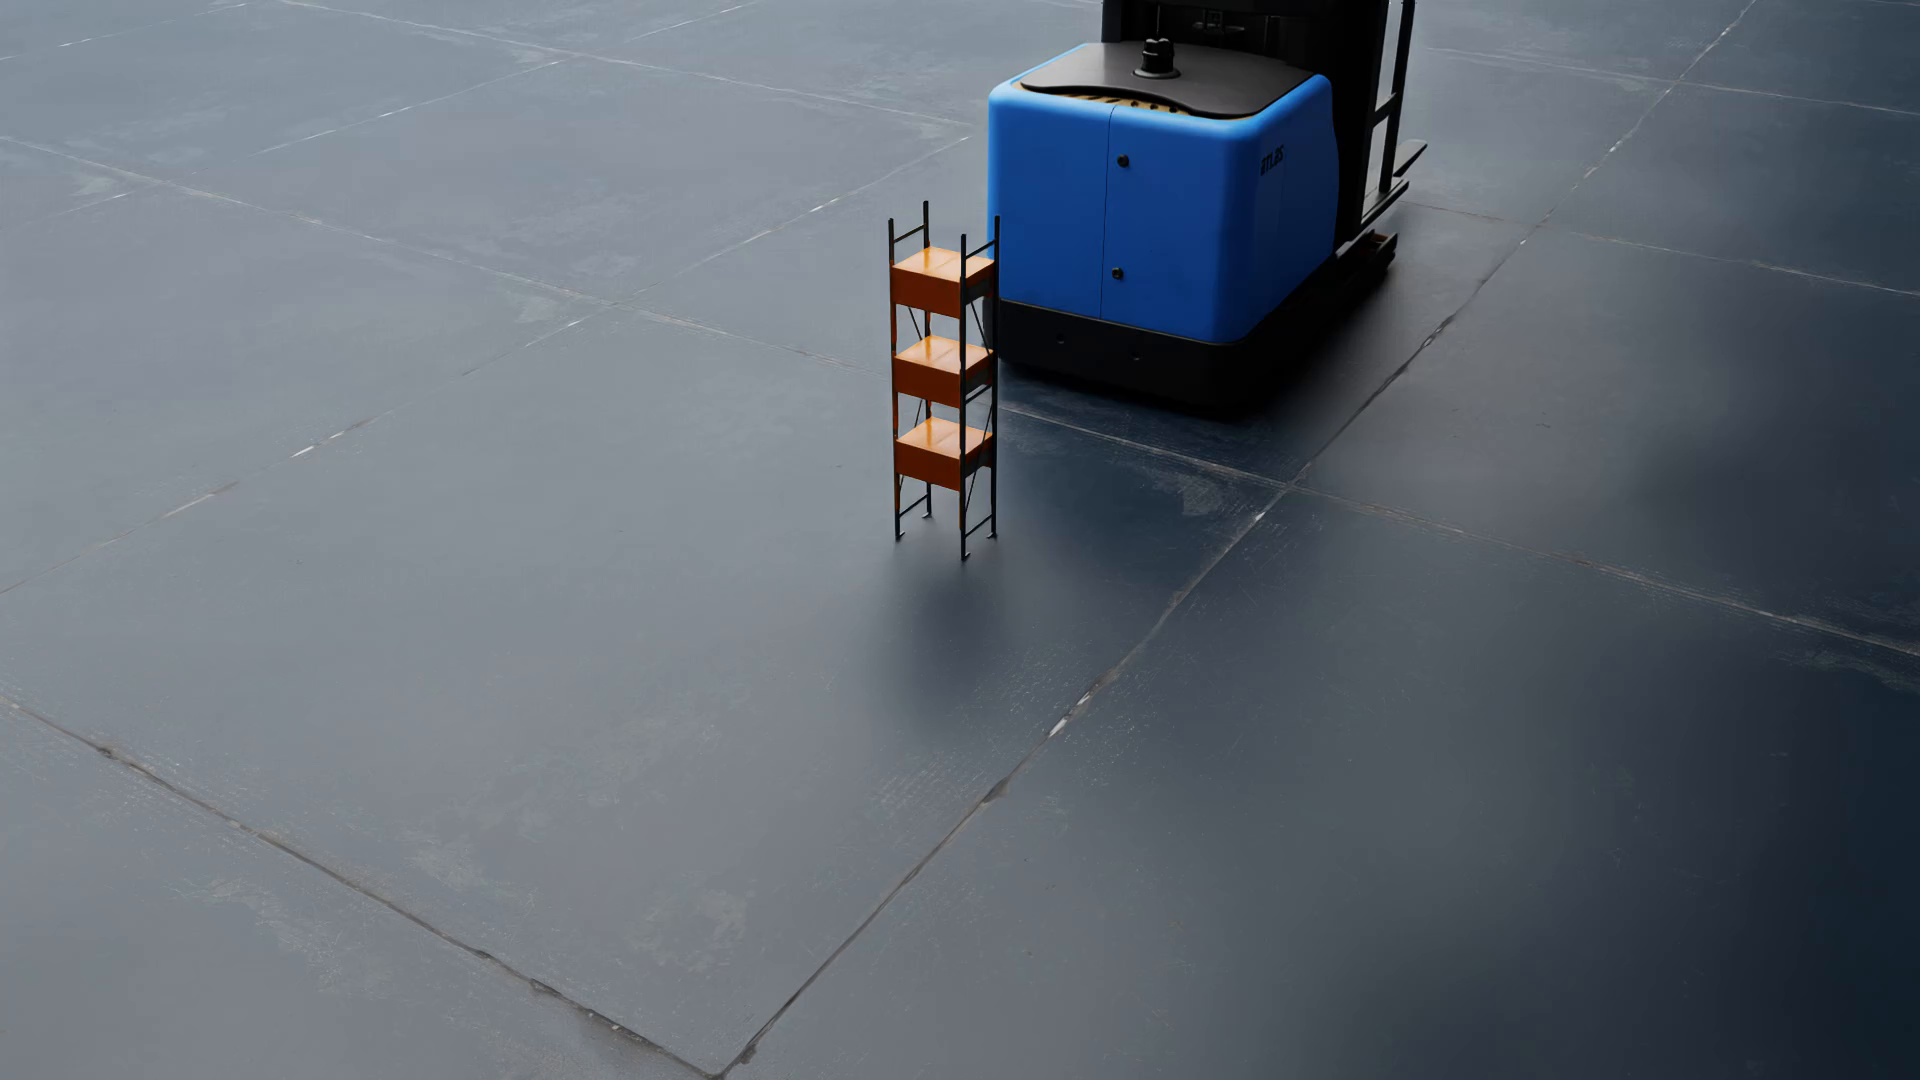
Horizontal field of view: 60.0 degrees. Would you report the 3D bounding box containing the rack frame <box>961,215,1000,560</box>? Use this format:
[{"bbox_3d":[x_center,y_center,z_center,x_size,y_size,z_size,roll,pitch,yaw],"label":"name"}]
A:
[{"bbox_3d":[0.058,-0.435,4.954,0.008,1.050,0.200,18,35,27],"label":"rack frame"}]

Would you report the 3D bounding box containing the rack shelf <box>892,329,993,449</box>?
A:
[{"bbox_3d":[-0.045,-0.459,5.015,0.240,0.259,0.215,18,35,27],"label":"rack shelf"}]

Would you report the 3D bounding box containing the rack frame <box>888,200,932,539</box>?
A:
[{"bbox_3d":[-0.149,-0.501,5.066,0.008,1.050,0.200,18,35,27],"label":"rack frame"}]

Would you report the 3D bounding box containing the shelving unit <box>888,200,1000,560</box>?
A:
[{"bbox_3d":[-0.045,-0.468,5.010,0.252,1.050,0.215,18,35,27],"label":"shelving unit"}]

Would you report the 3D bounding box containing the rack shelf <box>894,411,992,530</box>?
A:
[{"bbox_3d":[-0.045,-0.219,5.155,0.240,0.259,0.215,18,35,27],"label":"rack shelf"}]

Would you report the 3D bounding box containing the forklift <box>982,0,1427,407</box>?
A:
[{"bbox_3d":[1.250,-2.451,6.543,1.130,2.935,3.031,16,34,25],"label":"forklift"}]

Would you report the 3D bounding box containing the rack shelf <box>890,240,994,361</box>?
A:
[{"bbox_3d":[-0.045,-0.704,4.872,0.240,0.259,0.215,18,35,27],"label":"rack shelf"}]
